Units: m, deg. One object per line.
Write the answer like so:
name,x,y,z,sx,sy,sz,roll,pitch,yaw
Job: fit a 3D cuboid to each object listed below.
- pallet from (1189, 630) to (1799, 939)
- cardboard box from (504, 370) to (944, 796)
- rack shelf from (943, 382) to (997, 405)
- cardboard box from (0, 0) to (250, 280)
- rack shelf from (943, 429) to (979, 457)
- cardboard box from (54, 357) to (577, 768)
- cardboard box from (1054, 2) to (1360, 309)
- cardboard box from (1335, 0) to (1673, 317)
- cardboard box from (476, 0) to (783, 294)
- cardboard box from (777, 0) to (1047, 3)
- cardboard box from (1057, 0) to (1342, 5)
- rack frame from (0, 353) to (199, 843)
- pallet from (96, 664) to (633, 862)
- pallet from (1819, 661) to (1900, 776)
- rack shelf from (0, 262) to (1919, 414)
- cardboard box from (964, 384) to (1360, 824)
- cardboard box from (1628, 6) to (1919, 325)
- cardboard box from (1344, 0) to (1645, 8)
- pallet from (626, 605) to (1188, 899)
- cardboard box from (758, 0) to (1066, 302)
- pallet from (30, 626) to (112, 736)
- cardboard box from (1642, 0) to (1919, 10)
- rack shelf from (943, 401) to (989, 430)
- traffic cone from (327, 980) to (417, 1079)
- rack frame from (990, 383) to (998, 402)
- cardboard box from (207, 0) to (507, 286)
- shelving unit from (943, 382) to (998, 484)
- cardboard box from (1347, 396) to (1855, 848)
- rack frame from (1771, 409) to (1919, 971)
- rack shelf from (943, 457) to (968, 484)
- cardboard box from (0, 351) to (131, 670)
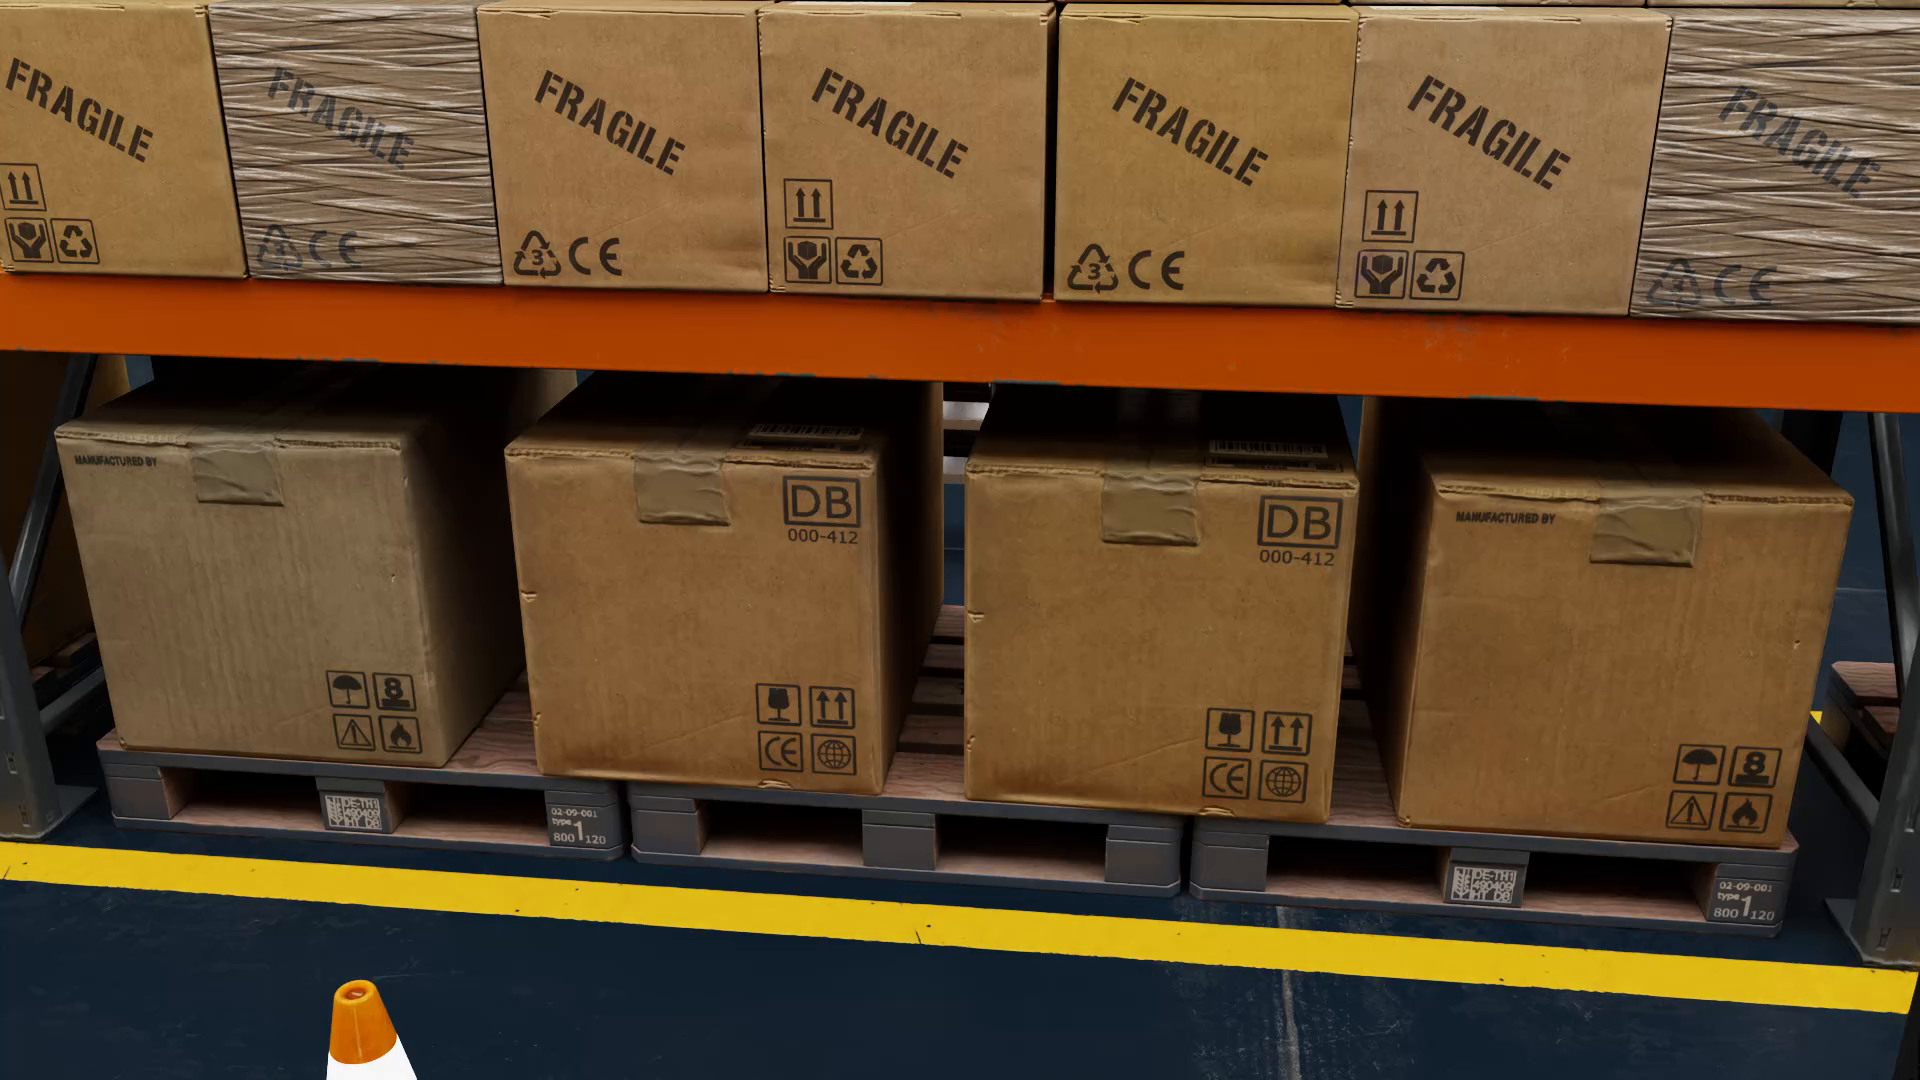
pallet,1.138,0.507,3.870,1.213,0.211,1.003,2,22,6
cardboard box,-0.476,-0.013,3.881,0.750,0.750,1.050,2,22,6
rack shelf,0.008,-0.471,5.253,0.200,0.077,0.258,2,22,6
cardboard box,-1.570,-0.826,3.314,0.500,0.500,0.500,3,22,7
rack shelf,0.008,-0.303,5.319,0.200,0.077,0.258,2,22,6
cardboard box,-1.433,-0.056,3.990,0.750,0.750,1.050,2,22,6
cardboard box,0.441,-0.740,3.095,0.500,0.500,0.500,2,22,5
cardboard box,0.938,-0.718,3.040,0.500,0.500,0.500,2,22,6
cardboard box,-0.572,-0.782,3.203,0.500,0.500,0.500,2,22,6
cardboard box,-0.053,-1.327,3.221,0.500,0.500,0.700,2,22,6
cardboard box,0.455,-1.305,3.165,0.500,0.500,0.700,2,22,5
rack frame,-2.060,-0.901,3.639,0.127,3.000,1.000,2,22,6
pallet,-1.285,0.402,4.137,1.213,0.211,1.003,2,22,6
pallet,2.688,0.603,3.627,1.213,0.211,1.003,2,22,6
rack shelf,-0.074,-0.480,3.552,4.000,0.370,1.077,2,22,6
cardboard box,0.449,0.027,3.780,0.750,0.750,1.050,3,22,7
cardboard box,1.433,-0.696,2.984,0.500,0.500,0.500,2,22,6
cardboard box,0.965,-1.284,3.111,0.500,0.500,0.700,2,22,6
pallet,-0.070,0.454,4.005,1.213,0.211,1.003,2,22,6
cardboard box,-0.068,-0.760,3.147,0.500,0.500,0.500,3,22,7
pallet,-2.806,0.334,4.307,1.213,0.211,1.003,2,22,6
cardboard box,1.467,-1.262,3.057,0.500,0.500,0.700,2,22,6
rack shelf,0.008,-0.387,5.286,0.200,0.077,0.258,2,22,6
traffic cone,-0.906,0.888,2.564,0.334,0.463,0.336,2,22,6
rack frame,0.109,-0.414,5.262,0.006,0.900,0.240,2,22,6
cardboard box,-1.068,-0.805,3.260,0.500,0.500,0.500,3,22,7
shelving unit,0.008,-0.418,5.273,0.210,0.900,0.258,2,22,6
cardboard box,1.318,0.064,3.687,0.750,0.750,1.050,2,22,6
rack frame,1.912,-0.728,3.201,0.127,3.000,1.000,2,22,6
rack shelf,0.008,-0.220,5.352,0.200,0.077,0.258,2,22,6
cardboard box,-2.677,-0.161,4.086,0.875,0.875,0.875,3,22,7
